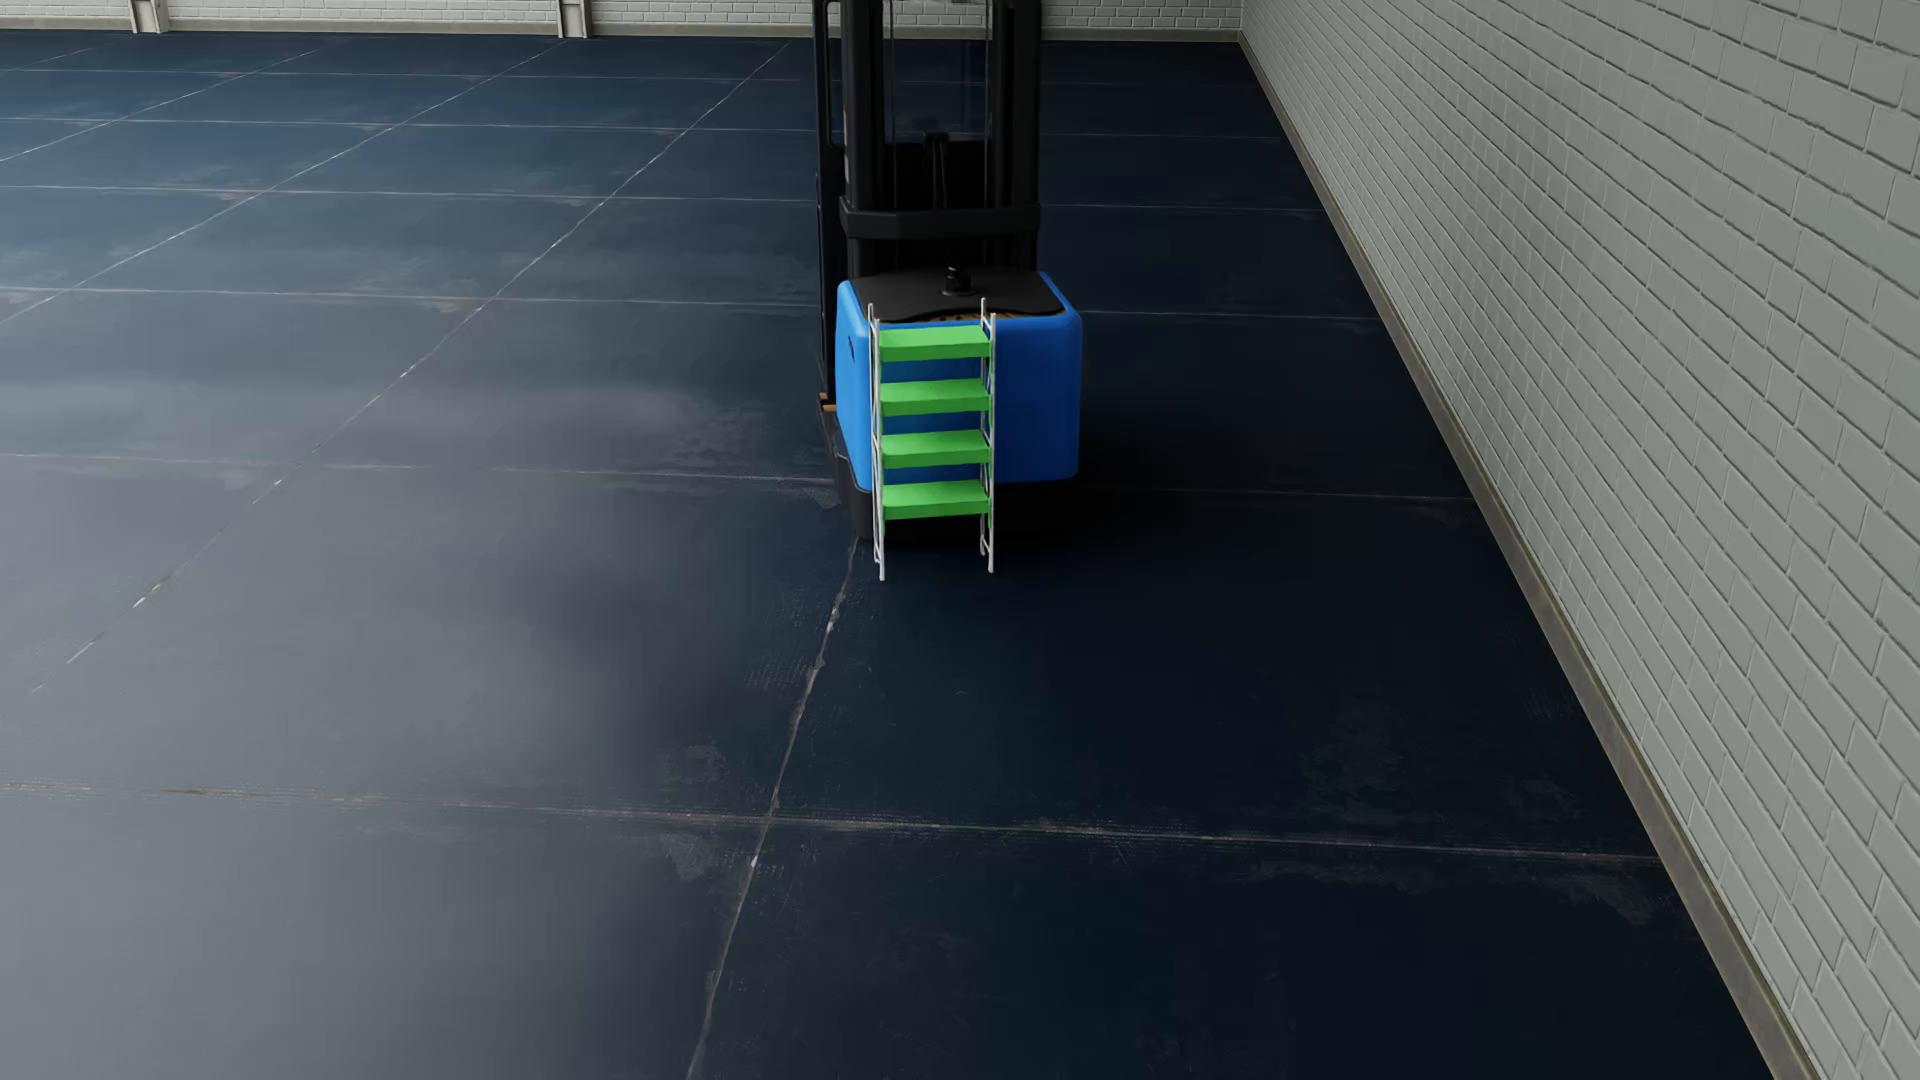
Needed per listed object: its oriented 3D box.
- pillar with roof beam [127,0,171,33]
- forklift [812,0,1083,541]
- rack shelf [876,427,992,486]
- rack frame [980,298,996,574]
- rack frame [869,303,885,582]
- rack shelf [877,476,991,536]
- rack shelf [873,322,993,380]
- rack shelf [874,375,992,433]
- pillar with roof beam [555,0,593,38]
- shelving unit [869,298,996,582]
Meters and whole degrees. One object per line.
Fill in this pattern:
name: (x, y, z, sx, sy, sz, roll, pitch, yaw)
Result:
pillar with roof beam: (-11.550, -9.360, 17.326, 0.400, 9.000, 9.100, 2, 25, 4)
forklift: (-0.196, -1.913, 8.402, 1.130, 2.935, 3.031, -4, 25, -9)
rack shelf: (-0.120, -0.369, 7.270, 0.480, 0.148, 0.258, -4, 25, -9)
rack frame: (0.121, -0.444, 7.280, 0.015, 1.200, 0.240, -4, 25, -9)
rack frame: (-0.360, -0.410, 7.205, 0.015, 1.200, 0.240, -4, 25, -9)
rack shelf: (-0.120, -0.151, 7.370, 0.480, 0.148, 0.258, -4, 25, -9)
rack shelf: (-0.120, -0.805, 7.069, 0.480, 0.148, 0.258, -4, 25, -9)
rack shelf: (-0.120, -0.587, 7.169, 0.480, 0.148, 0.258, -4, 25, -9)
pillar with roof beam: (-5.568, -9.168, 16.909, 0.400, 9.000, 9.100, 2, 25, 4)
shelving unit: (-0.120, -0.427, 7.243, 0.503, 1.200, 0.258, -4, 25, -9)
